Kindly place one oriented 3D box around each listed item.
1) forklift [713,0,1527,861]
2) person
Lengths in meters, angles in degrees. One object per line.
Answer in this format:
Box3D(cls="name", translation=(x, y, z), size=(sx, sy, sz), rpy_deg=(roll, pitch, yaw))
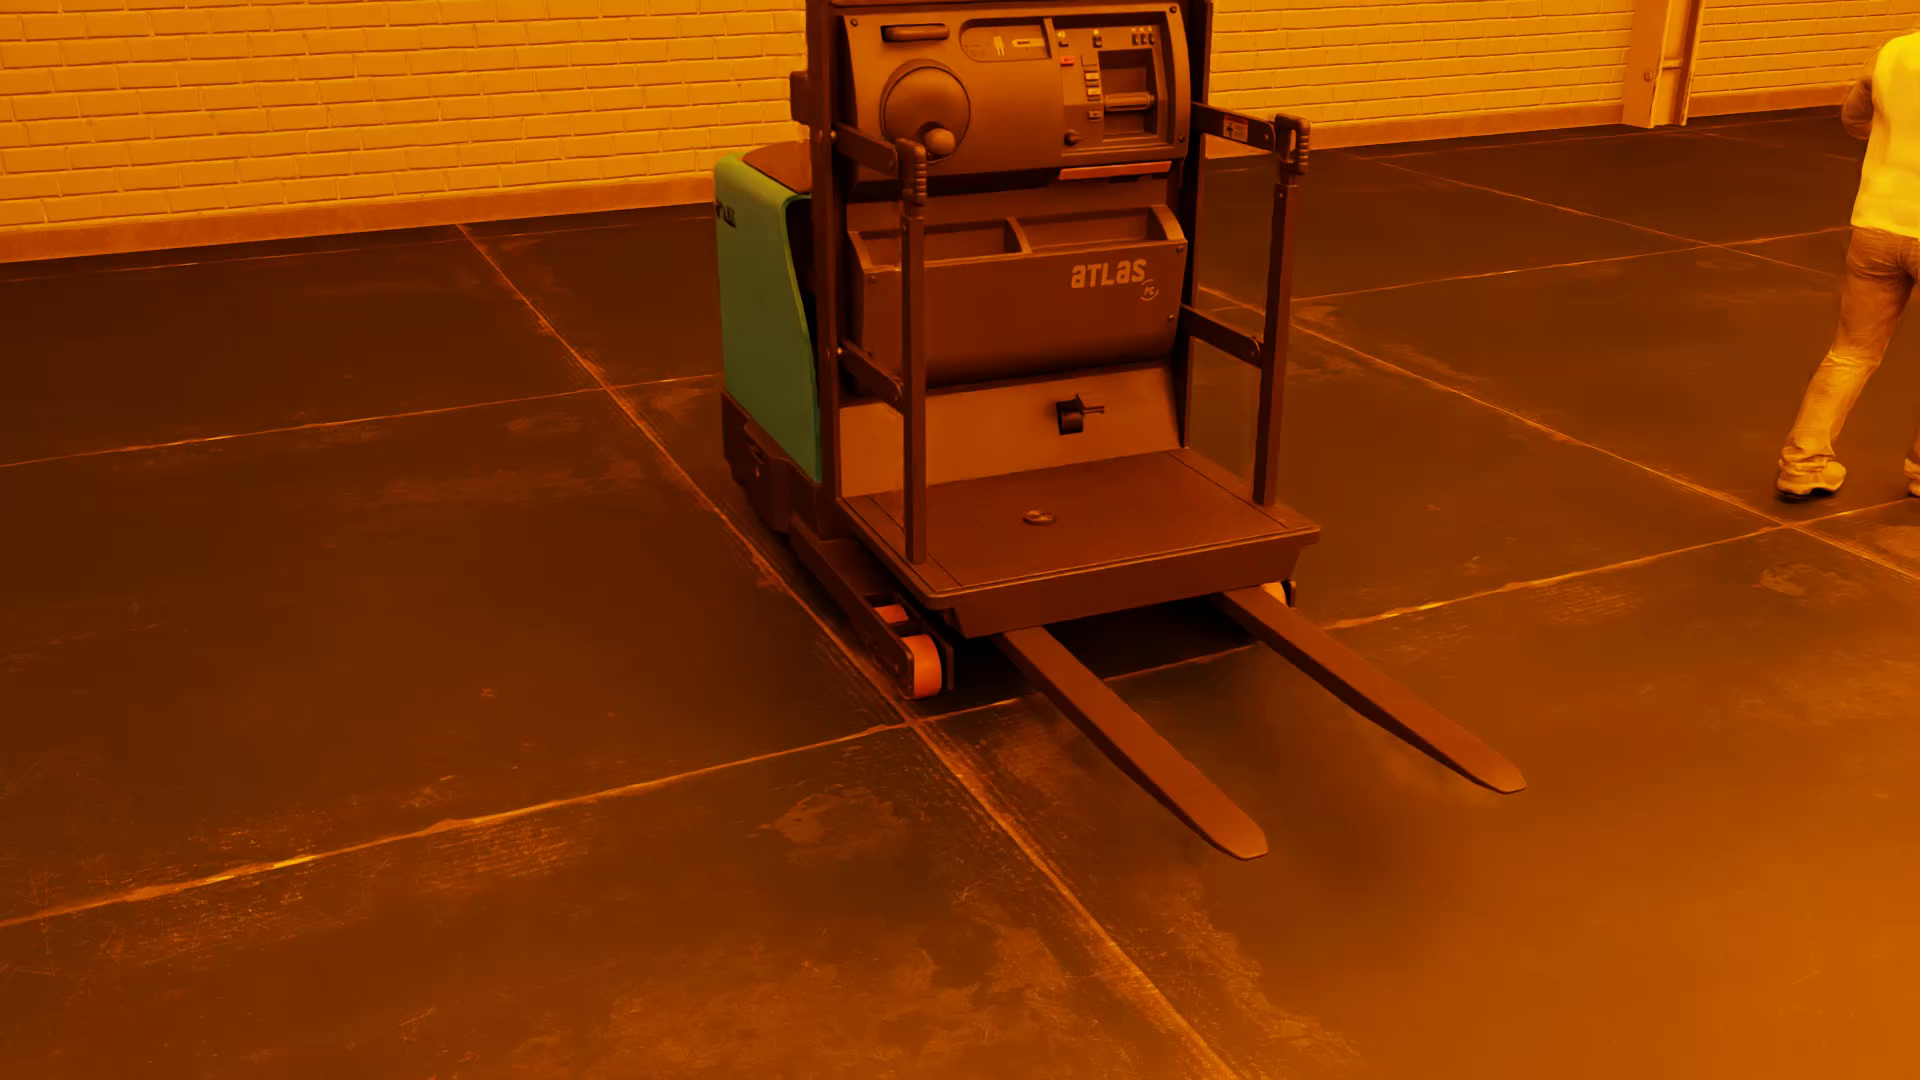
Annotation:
Box3D(cls="forklift", translation=(0.244, -1.138, 4.027), size=(1.130, 2.935, 3.031), rpy_deg=(-9, 24, -21))
Box3D(cls="person", translation=(3.048, -0.950, 5.138), size=(0.755, 1.753, 0.943), rpy_deg=(-12, 25, -26))
